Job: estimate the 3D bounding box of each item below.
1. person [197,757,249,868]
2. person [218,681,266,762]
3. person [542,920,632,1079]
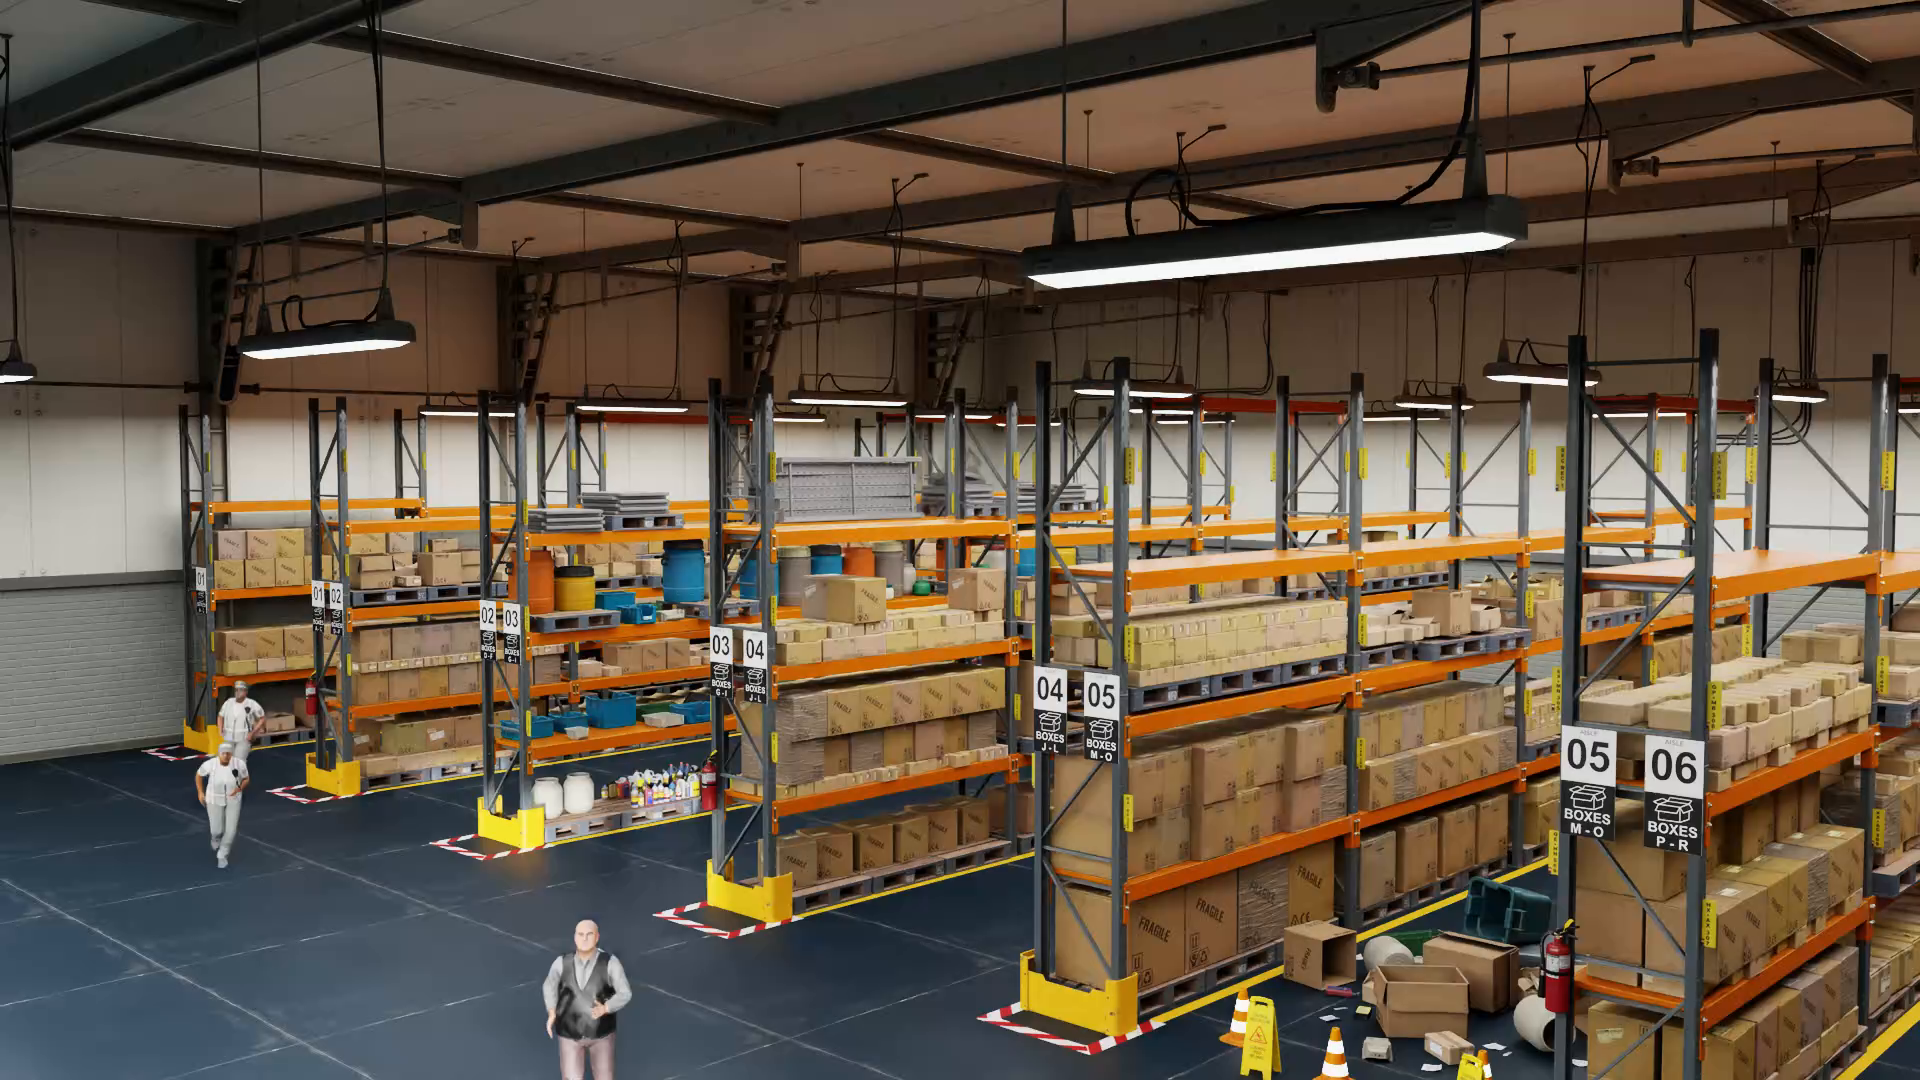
[{"bbox_3d":[-9.207,3.382,20.792,0.573,1.418,0.526,-2,4,-33],"label":"person"},{"bbox_3d":[-10.835,2.982,25.076,0.686,1.751,0.743,0,3,-4],"label":"person"},{"bbox_3d":[-2.773,3.635,12.351,0.669,1.637,0.750,0,3,-7],"label":"person"}]
